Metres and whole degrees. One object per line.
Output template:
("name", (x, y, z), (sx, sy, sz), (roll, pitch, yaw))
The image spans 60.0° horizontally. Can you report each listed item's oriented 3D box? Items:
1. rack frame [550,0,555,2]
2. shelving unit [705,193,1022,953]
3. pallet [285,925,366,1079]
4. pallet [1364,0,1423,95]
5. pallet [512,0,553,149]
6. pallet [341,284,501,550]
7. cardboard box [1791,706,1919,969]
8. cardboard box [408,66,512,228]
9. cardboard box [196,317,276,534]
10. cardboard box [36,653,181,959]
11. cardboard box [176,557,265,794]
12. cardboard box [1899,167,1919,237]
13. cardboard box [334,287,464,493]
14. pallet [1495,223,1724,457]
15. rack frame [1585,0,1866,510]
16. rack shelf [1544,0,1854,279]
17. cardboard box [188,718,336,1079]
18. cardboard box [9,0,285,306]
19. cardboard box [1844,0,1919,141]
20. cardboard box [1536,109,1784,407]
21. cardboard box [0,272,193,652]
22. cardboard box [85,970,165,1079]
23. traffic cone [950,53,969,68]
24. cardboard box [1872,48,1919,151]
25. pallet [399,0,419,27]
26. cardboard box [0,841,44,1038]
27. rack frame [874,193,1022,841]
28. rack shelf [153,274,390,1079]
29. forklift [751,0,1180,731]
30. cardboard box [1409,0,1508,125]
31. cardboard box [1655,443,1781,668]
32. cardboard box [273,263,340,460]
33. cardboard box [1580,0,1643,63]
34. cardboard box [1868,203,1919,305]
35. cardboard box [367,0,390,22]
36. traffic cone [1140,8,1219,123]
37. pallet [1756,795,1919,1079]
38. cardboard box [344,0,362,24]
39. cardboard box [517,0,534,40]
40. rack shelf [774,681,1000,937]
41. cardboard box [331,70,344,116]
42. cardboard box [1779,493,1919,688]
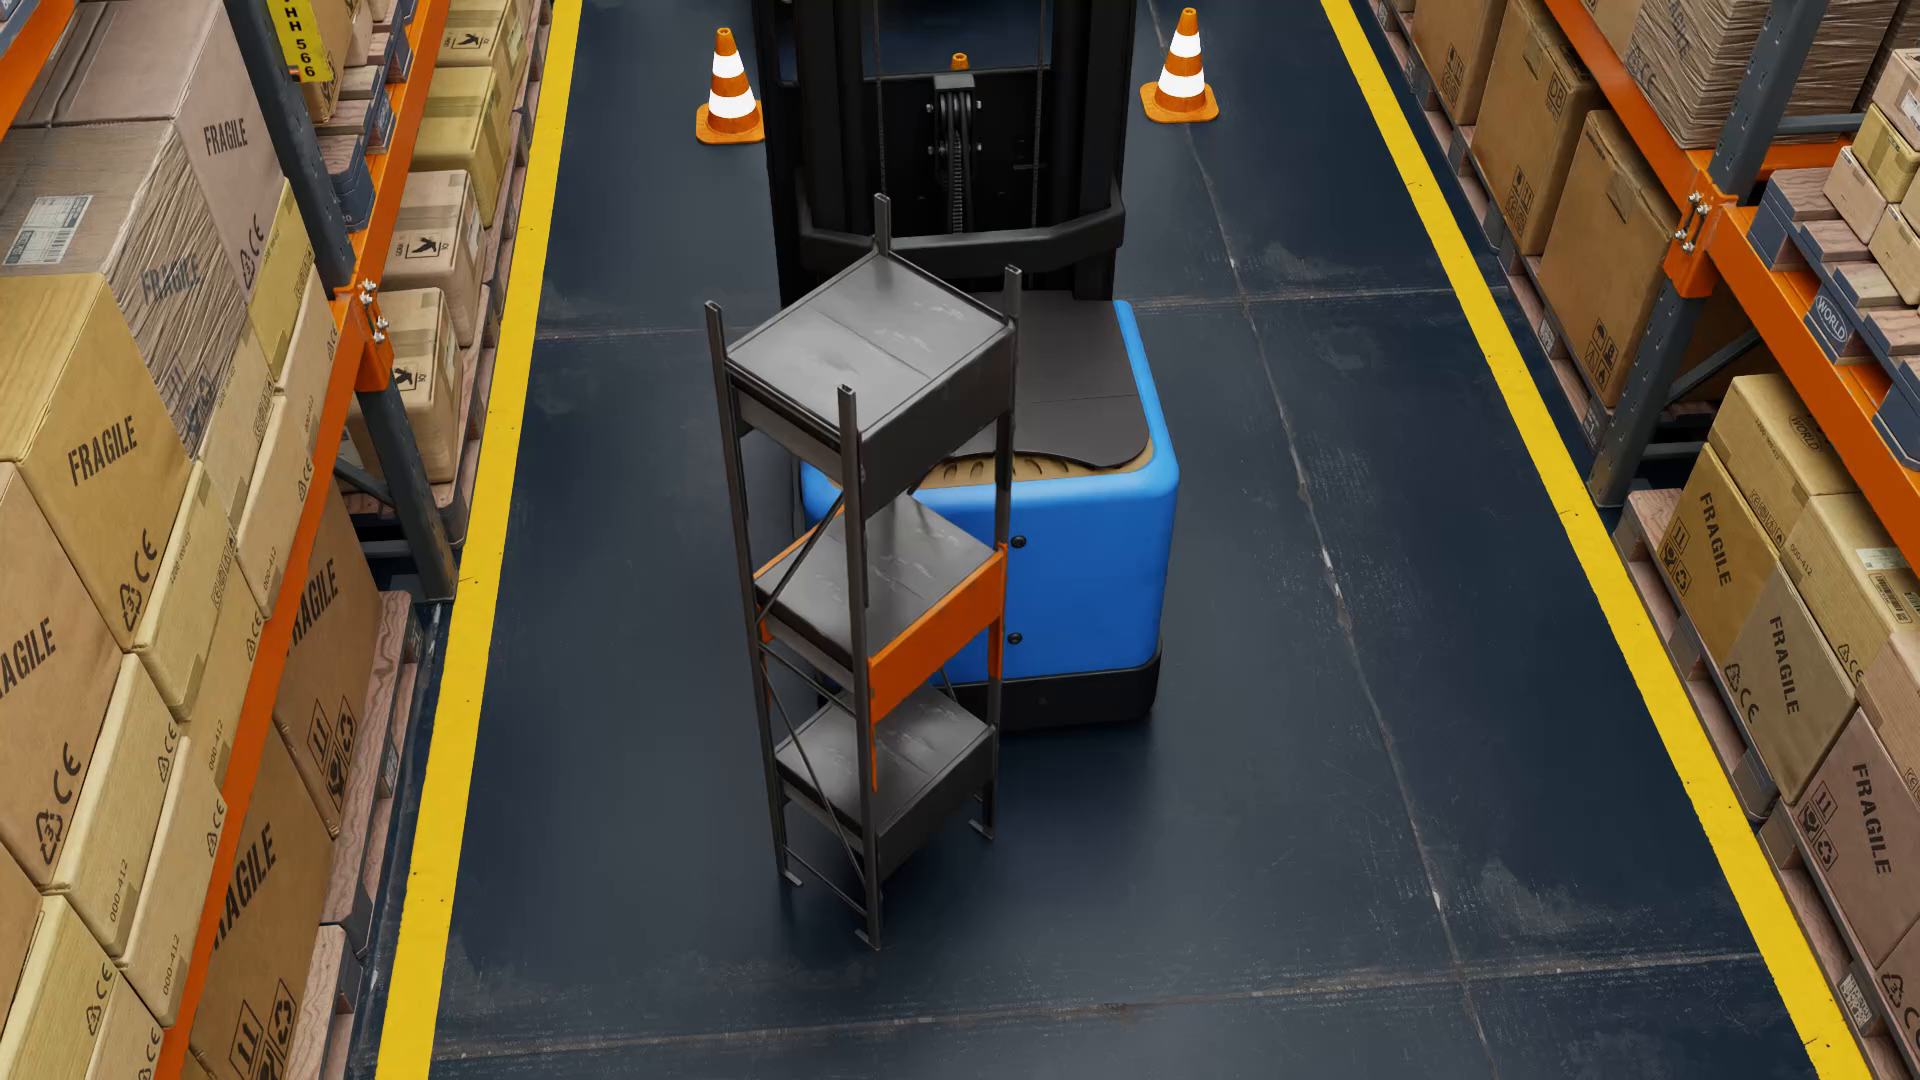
("rack frame", (-2.525, -3.733, 7.219), (1.000, 3.000, 0.127), (-3, 47, -3))
("shelving unit", (-0.202, 0.206, 4.103), (0.431, 2.100, 0.503), (33, 55, 26))
("pallet", (-2.100, 1.576, 4.112), (1.003, 0.211, 1.213), (-3, 47, -3))
("pallet", (2.539, -2.594, 8.062), (1.003, 0.211, 1.213), (-3, 47, -3))
("pallet", (-2.458, -2.211, 7.698), (1.003, 0.211, 1.213), (-3, 47, -3))
("pallet", (-2.254, -0.445, 6.026), (1.003, 0.211, 1.213), (-3, 47, -3))
("cardboard box", (2.633, 0.764, 4.393), (0.500, 0.500, 0.500), (-5, 47, -4))
("cardboard box", (-2.355, -1.571, 6.693), (0.950, 0.372, 0.625), (-2, 47, -2))
("cardboard box", (-1.849, -0.253, 3.683), (0.500, 0.250, 0.500), (-5, 47, -4))
("cardboard box", (-1.742, 0.491, 2.978), (0.500, 0.250, 0.500), (-5, 47, -4))
("cardboard box", (-1.804, 0.297, 3.506), (0.500, 0.250, 0.500), (-4, 47, -4))
("cardboard box", (2.600, -0.815, 4.135), (0.380, 0.149, 0.250), (-1, 47, -1))
("cardboard box", (-2.227, -0.489, 5.668), (0.950, 0.372, 0.625), (-6, 47, -6))
("pallet", (2.744, -0.829, 6.390), (1.003, 0.211, 1.213), (-3, 47, -3))
("rack frame", (2.734, -1.213, 4.833), (1.000, 3.000, 0.127), (-3, 47, -3))
("rack shelf", (2.567, -2.412, 6.464), (1.077, 0.370, 4.000), (-3, 47, -3))
("cardboard box", (-2.144, 0.898, 4.008), (0.875, 0.875, 0.875), (-3, 47, -3))
("cardboard box", (-1.886, -0.859, 3.740), (0.500, 0.500, 0.500), (-5, 47, -4))
("cardboard box", (2.966, -1.588, 5.119), (0.500, 0.500, 0.500), (-3, 47, -3))
("cardboard box", (2.773, -1.030, 5.919), (1.050, 0.750, 0.750), (-4, 47, -4))
("cardboard box", (-1.800, -0.128, 3.048), (0.500, 0.500, 0.500), (-3, 47, -3))
("cardboard box", (-1.700, 1.026, 2.815), (0.500, 0.250, 0.500), (-4, 47, -4))
("traffic cone", (-0.005, -1.899, 7.230), (0.336, 0.463, 0.334), (-3, 47, -3))
("cardboard box", (2.580, -1.126, 4.224), (0.380, 0.149, 0.250), (-3, 47, -3))
("pallet", (-2.396, -2.202, 5.902), (1.003, 0.211, 1.213), (-3, 47, -3))
("cardboard box", (-1.715, 0.612, 2.347), (0.500, 0.500, 0.500), (-5, 47, -4))
("rack frame", (-0.041, 0.073, 4.229), (0.400, 2.100, 0.015), (33, 55, 26))
("rack shelf", (-2.022, 0.856, 3.369), (1.077, 0.370, 4.000), (-3, 47, -3))
("forklift", (-0.072, -1.462, 5.116), (1.130, 2.935, 3.031), (-5, 47, -5))
("cardboard box", (2.618, -2.336, 7.156), (1.050, 0.750, 0.750), (-3, 47, -3))
("cardboard box", (2.540, 0.030, 5.088), (0.500, 0.500, 0.500), (-5, 47, -5))
("cardboard box", (-1.889, -0.437, 4.201), (0.500, 0.250, 0.500), (-5, 47, -5))
("cardboard box", (2.389, -1.918, 5.431), (0.500, 0.500, 0.500), (-3, 47, -3))
("cardboard box", (2.593, -0.741, 4.269), (0.380, 0.149, 0.250), (-1, 47, -1))
("cardboard box", (-2.001, -1.751, 5.226), (0.380, 0.149, 0.250), (-3, 47, -3))
("traffic cone", (1.007, -2.172, 7.489), (0.336, 0.463, 0.334), (-3, 47, -3))
("pallet", (2.897, 1.192, 4.475), (1.003, 0.211, 1.213), (-3, 47, -3))
("cardboard box", (-2.047, -1.836, 4.860), (0.500, 0.500, 0.500), (-1, 47, -1))
("cardboard box", (-2.478, -2.594, 7.662), (0.950, 0.372, 0.625), (-3, 47, -3))
("rack shelf", (-0.211, 0.692, 4.627), (0.431, 0.518, 0.480), (33, 55, 26))
("cardboard box", (-2.022, -1.350, 4.846), (0.380, 0.149, 0.250), (-6, 47, -6))
("cardboard box", (2.593, 0.125, 4.482), (0.500, 0.250, 0.500), (-4, 47, -4))
